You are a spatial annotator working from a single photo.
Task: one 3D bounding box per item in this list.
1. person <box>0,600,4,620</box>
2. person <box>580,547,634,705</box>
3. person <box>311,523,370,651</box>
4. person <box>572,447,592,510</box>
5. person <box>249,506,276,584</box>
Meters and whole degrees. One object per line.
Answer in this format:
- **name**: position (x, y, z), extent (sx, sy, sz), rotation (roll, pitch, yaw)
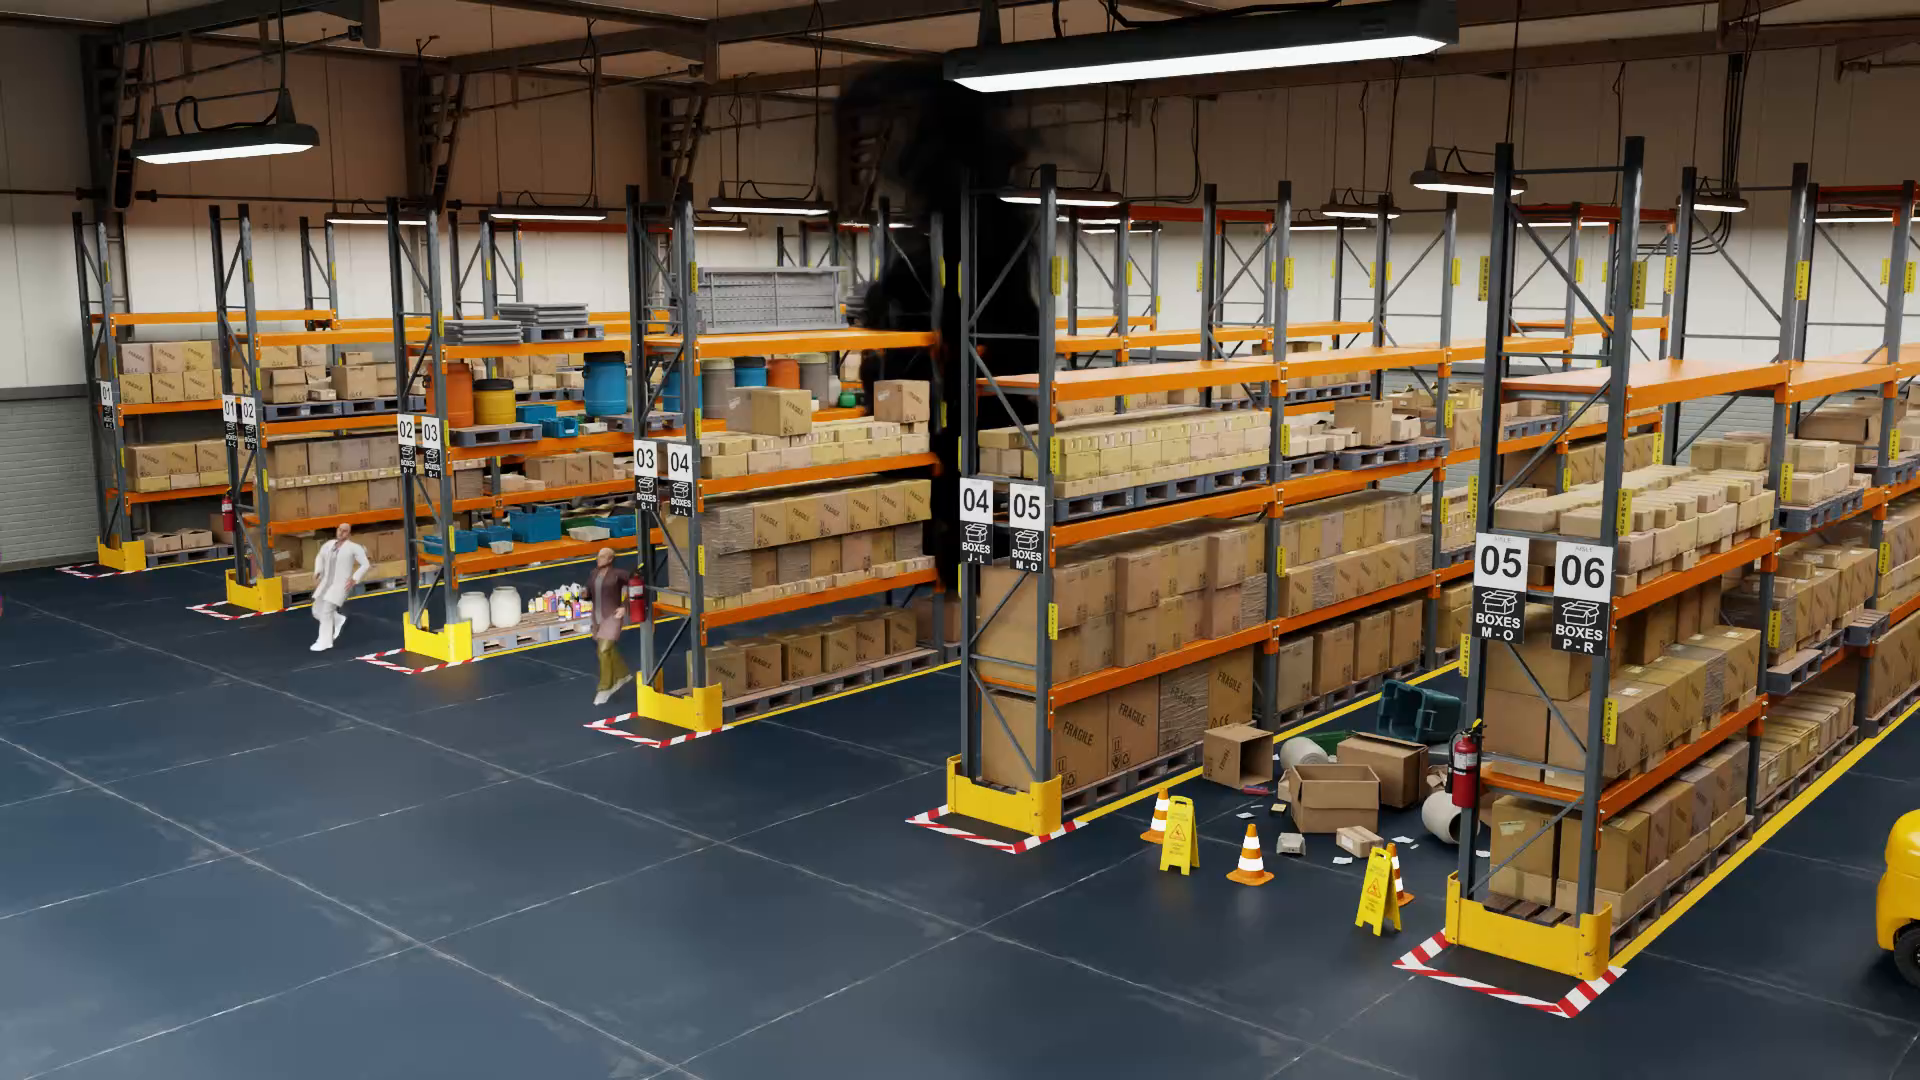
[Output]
- **person**: position (-11.403, 1.134, 19.201), extent (0.677, 1.728, 0.600), rotation (-5, 11, -26)
- **person**: position (-4.200, 1.012, 19.902), extent (0.702, 1.857, 0.763), rotation (7, 12, 37)
- **person**: position (-8.401, 0.624, 22.363), extent (0.778, 1.682, 0.701), rotation (3, 10, 20)
- **person**: position (-7.439, -1.059, 32.652), extent (0.608, 1.659, 0.581), rotation (7, 12, 36)
- **person**: position (-11.271, -0.144, 27.068), extent (0.604, 1.647, 0.907), rotation (6, 11, 34)
